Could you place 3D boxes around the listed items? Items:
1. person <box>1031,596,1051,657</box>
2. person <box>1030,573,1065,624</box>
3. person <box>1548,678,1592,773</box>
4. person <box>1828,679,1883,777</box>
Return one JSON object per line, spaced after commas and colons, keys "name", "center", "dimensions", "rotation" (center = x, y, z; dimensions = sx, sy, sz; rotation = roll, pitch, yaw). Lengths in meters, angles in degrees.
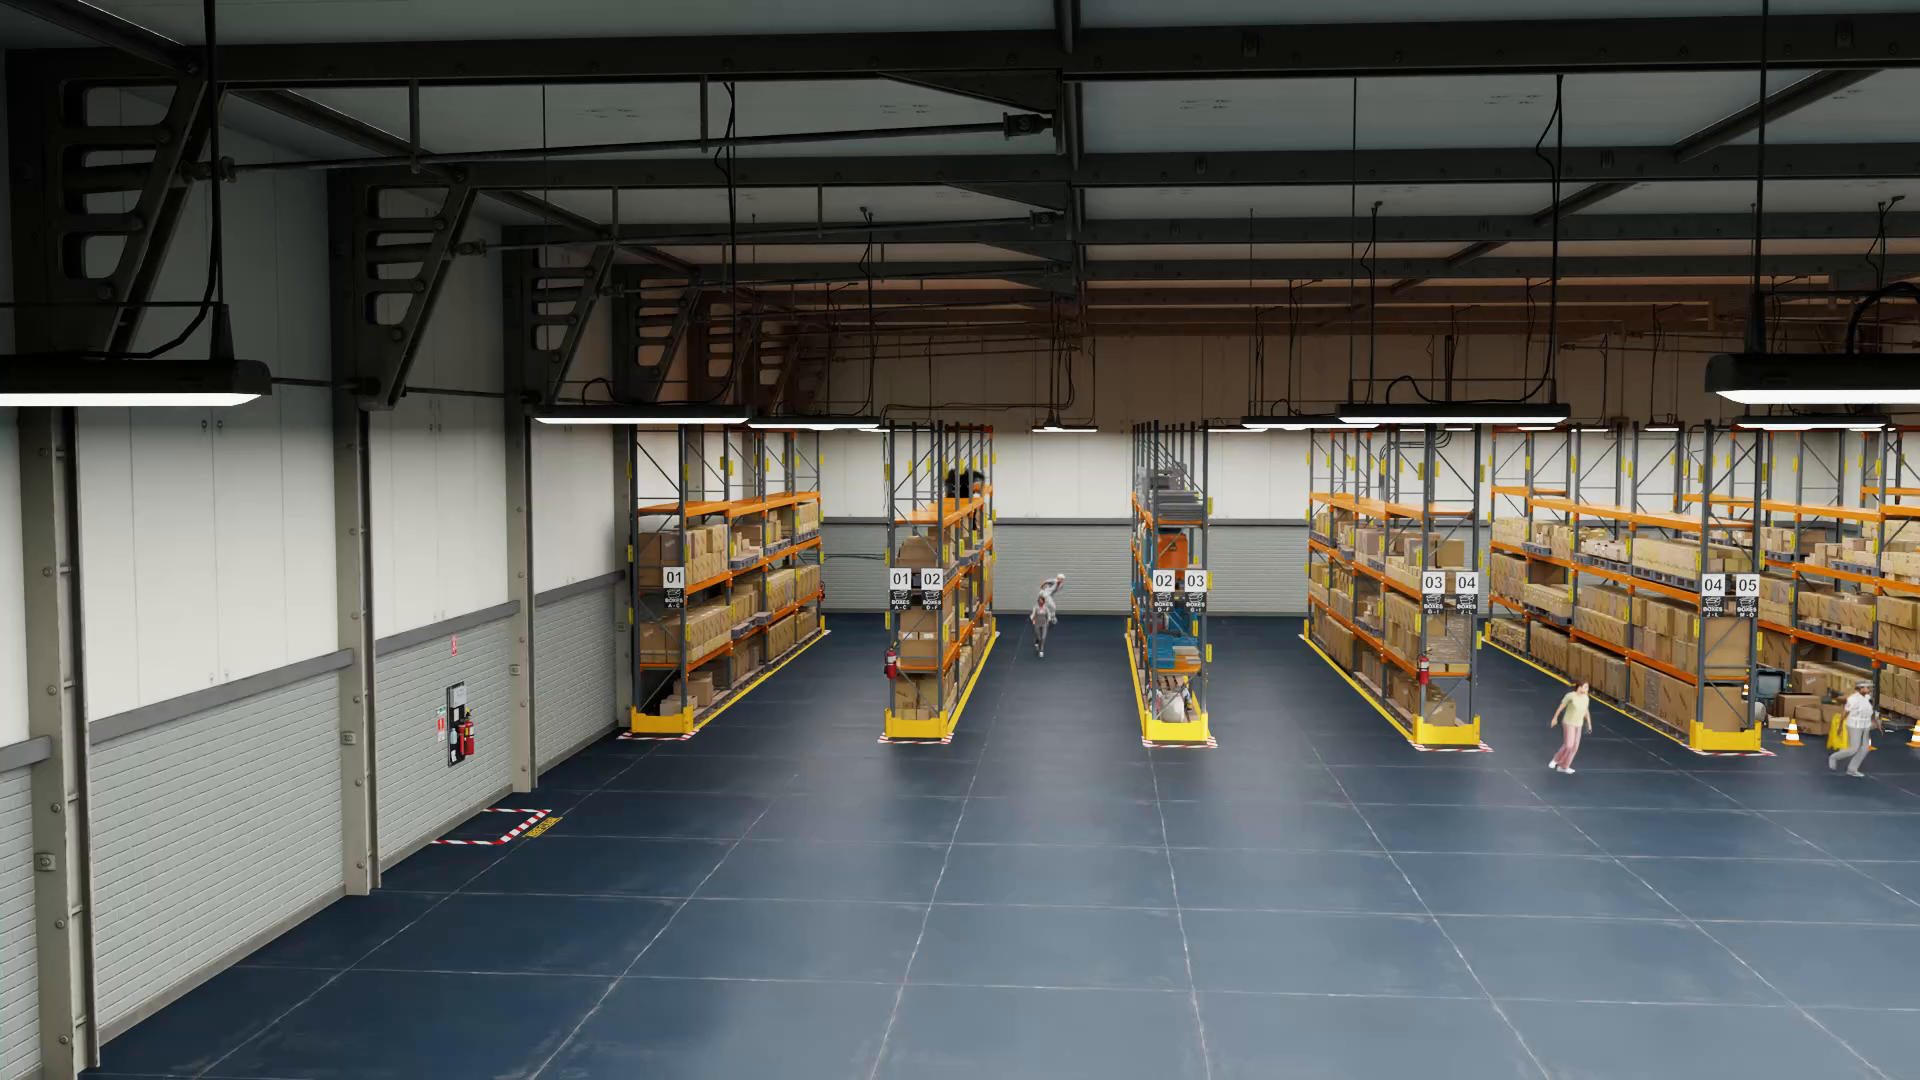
{"name": "person", "center": [2.095, 2.230, 43.124], "dimensions": [0.520, 1.559, 0.642], "rotation": [0, 4, -4]}
{"name": "person", "center": [2.693, 1.762, 50.559], "dimensions": [1.204, 1.539, 0.662], "rotation": [3, 5, 38]}
{"name": "person", "center": [10.323, 3.131, 28.113], "dimensions": [0.622, 1.634, 0.527], "rotation": [-1, 4, -22]}
{"name": "person", "center": [14.984, 3.135, 27.850], "dimensions": [0.626, 1.649, 0.667], "rotation": [-2, 4, -23]}
